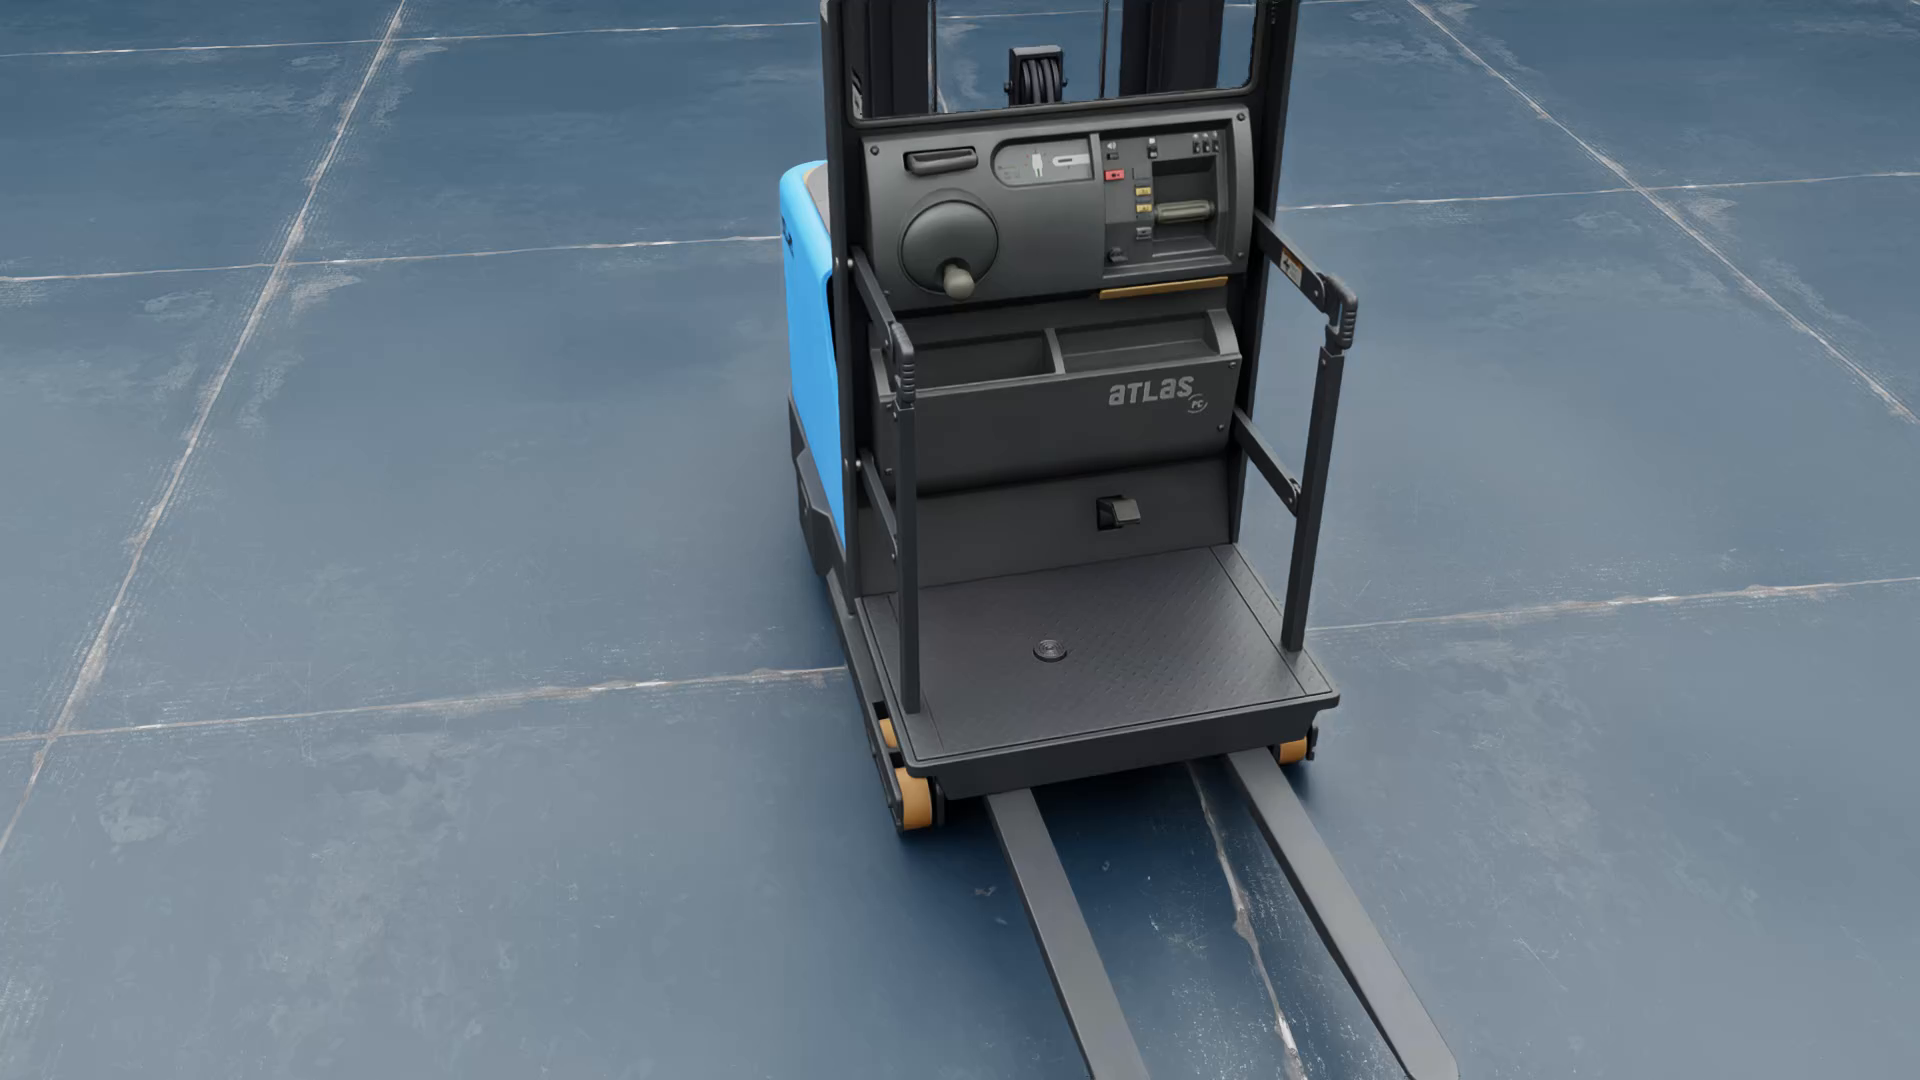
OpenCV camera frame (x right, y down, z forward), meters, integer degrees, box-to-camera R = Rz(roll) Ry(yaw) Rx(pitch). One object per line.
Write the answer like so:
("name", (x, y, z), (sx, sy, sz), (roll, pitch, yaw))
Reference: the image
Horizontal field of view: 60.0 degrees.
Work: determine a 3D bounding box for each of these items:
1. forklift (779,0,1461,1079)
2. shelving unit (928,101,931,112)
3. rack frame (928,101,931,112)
("forklift", (0.295, -0.723, 3.708), (1.130, 2.935, 3.031), (-8, 35, -12))
("shelving unit", (-0.254, -0.963, 5.598), (0.258, 1.200, 0.503), (-8, 35, -12))
("rack frame", (-0.195, -0.830, 5.403), (0.240, 1.200, 0.015), (-8, 35, -12))
